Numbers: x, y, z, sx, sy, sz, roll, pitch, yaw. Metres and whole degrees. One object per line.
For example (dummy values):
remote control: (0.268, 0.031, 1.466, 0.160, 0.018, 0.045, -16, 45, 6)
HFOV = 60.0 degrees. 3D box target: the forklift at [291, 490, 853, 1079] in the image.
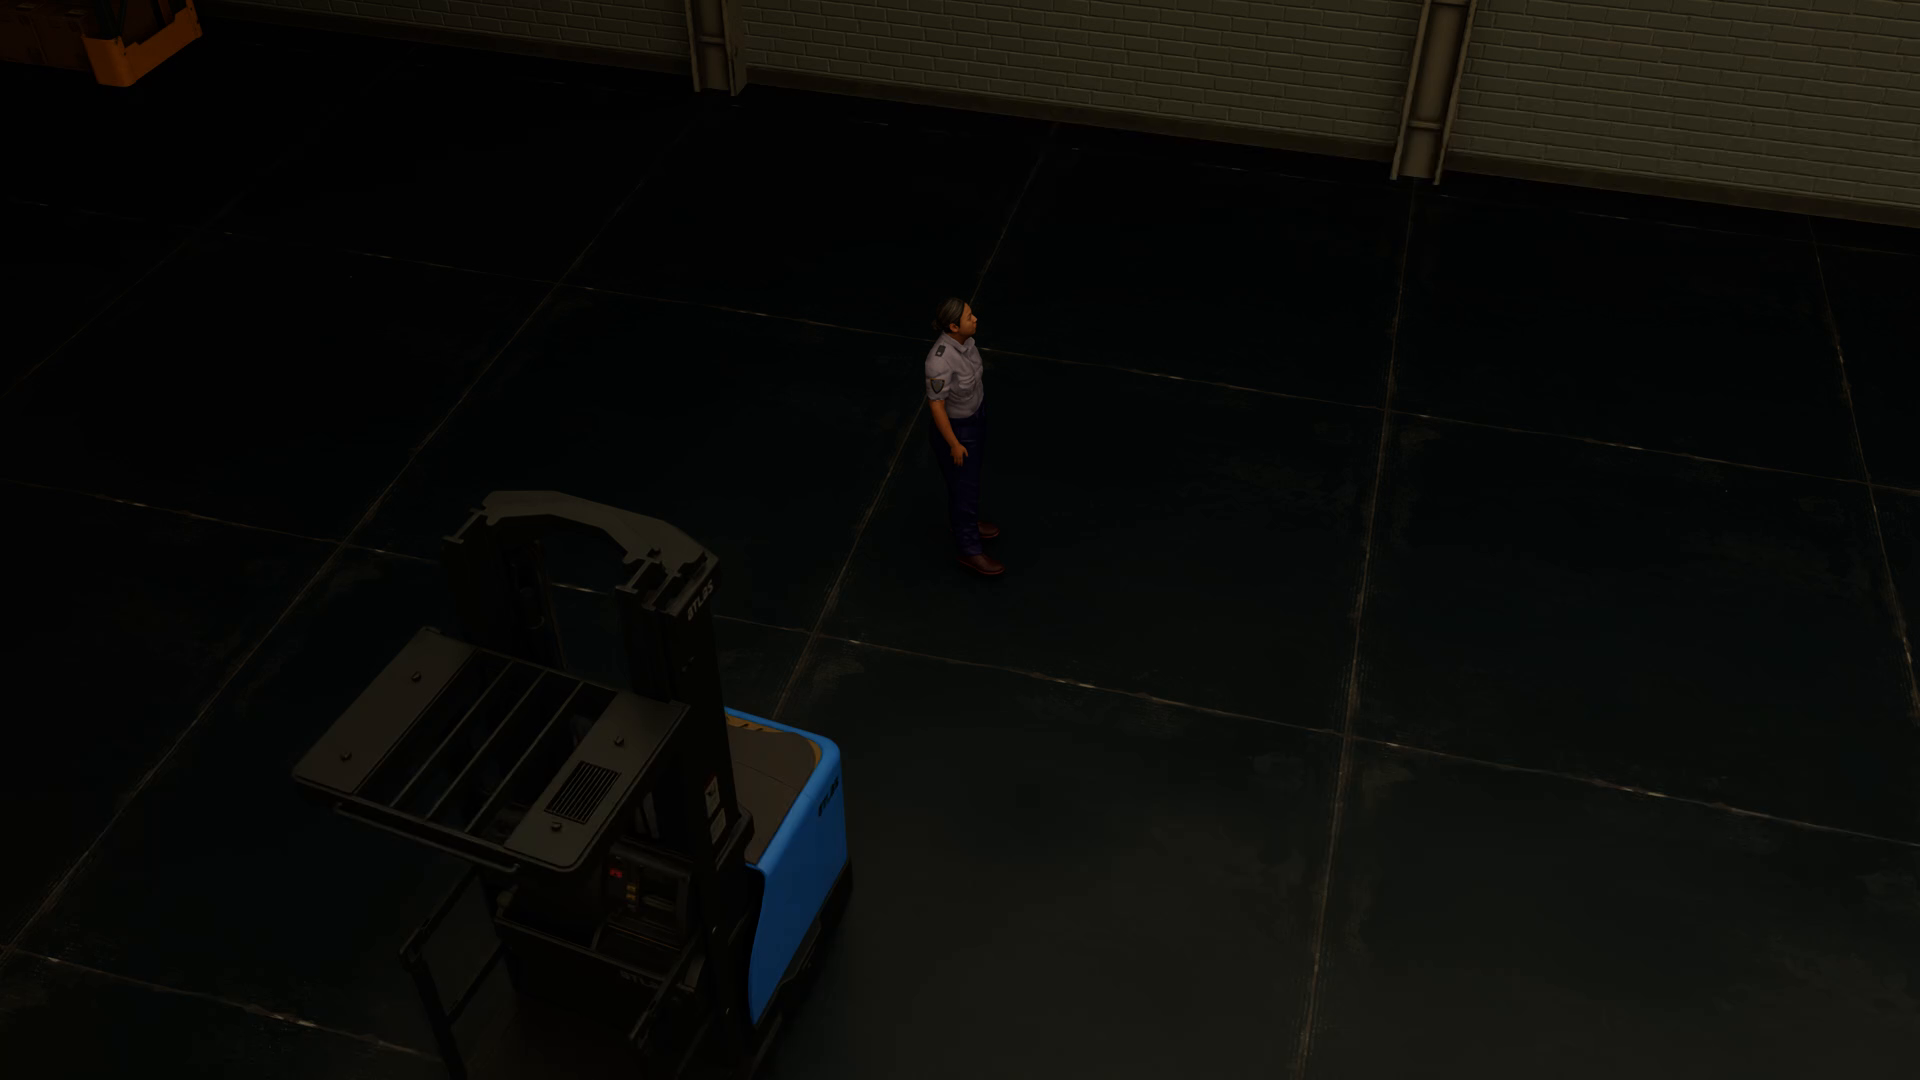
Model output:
forklift: (-1.532, 1.391, 6.274, 1.130, 2.935, 3.031, 15, 43, 16)

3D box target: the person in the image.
person: (0.081, -0.625, 9.477, 0.502, 1.651, 0.598, 10, 42, 11)
